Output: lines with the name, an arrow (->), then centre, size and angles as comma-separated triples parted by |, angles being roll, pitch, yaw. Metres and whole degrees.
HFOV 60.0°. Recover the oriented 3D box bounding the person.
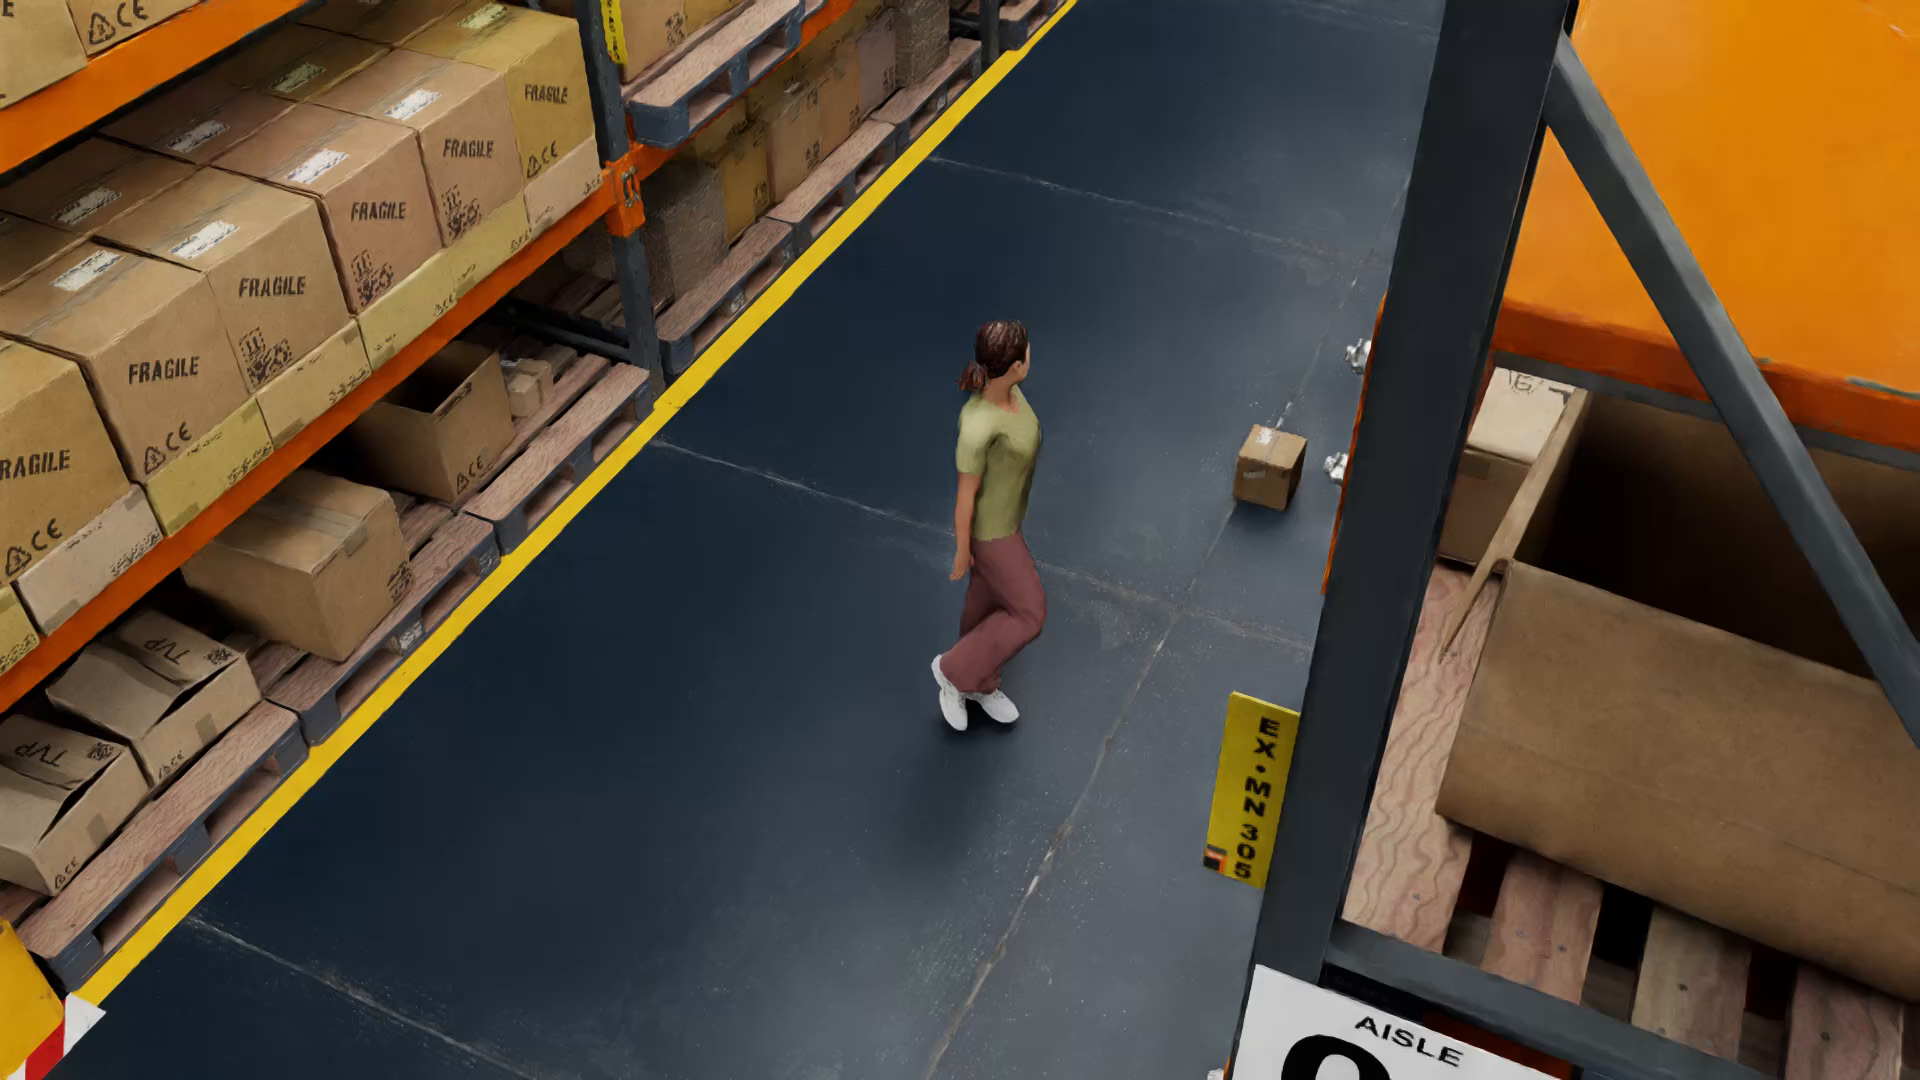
person -> 0.148, -0.021, 6.171 | 0.437, 1.662, 0.655 | 12, 43, 13
